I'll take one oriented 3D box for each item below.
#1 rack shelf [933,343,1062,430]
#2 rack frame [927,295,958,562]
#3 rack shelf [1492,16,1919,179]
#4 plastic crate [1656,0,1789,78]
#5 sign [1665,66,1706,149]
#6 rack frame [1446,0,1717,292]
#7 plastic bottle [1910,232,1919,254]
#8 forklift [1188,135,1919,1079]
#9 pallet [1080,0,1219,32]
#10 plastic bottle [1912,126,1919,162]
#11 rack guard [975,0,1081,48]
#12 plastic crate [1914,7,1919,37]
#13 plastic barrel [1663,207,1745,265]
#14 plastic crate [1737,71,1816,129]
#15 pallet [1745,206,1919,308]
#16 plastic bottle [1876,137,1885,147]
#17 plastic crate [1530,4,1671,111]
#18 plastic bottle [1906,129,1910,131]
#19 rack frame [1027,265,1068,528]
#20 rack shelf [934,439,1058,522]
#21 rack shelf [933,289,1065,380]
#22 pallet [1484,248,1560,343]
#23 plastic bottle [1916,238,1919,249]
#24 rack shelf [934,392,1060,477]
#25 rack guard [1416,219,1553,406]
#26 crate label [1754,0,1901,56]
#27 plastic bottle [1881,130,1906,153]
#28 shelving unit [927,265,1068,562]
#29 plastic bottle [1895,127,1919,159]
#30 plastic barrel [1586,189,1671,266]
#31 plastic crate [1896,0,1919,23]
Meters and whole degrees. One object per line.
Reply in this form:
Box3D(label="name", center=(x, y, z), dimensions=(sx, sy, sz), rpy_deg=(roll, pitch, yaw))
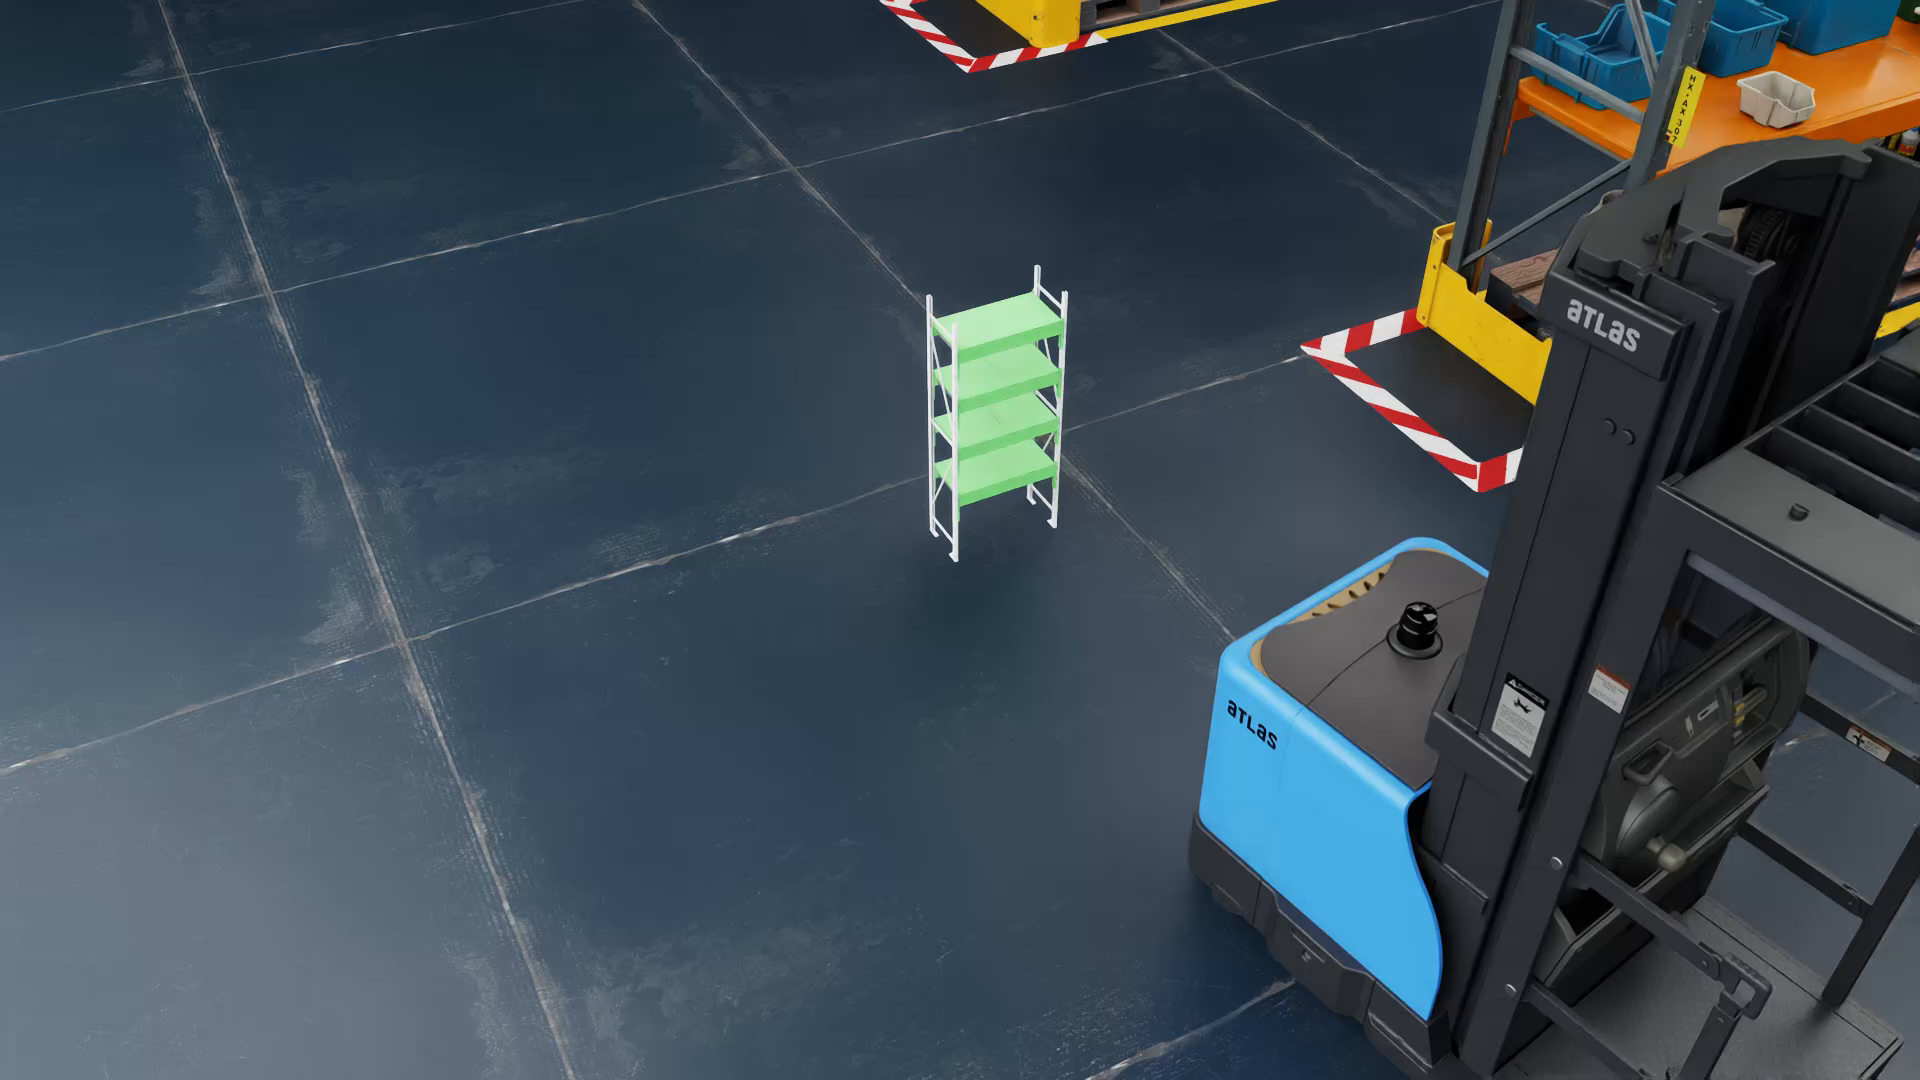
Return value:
Box3D(label="rack shelf", center=(0.147, -0.642, 6.807), dimensions=(0.480, 0.148, 0.258), rpy_deg=(-19, 44, -21))
Box3D(label="rack frame", center=(-0.070, -0.435, 6.835), dimensions=(0.015, 1.200, 0.240), rpy_deg=(-19, 44, -21))
Box3D(label="rack shelf", center=(4.488, -2.299, 8.202), dimensions=(4.000, 0.370, 1.077), rpy_deg=(-19, 44, -21))
Box3D(label="plastic crate", center=(3.598, -2.432, 7.916), dimensions=(0.408, 0.251, 0.499), rpy_deg=(-19, 44, -21))
Box3D(label="sign", center=(2.964, -1.766, 6.801), dimensions=(0.005, 0.325, 0.100), rpy_deg=(-19, 44, -21))
Box3D(label="rack frame", center=(2.714, -1.977, 7.264), dimensions=(0.127, 3.000, 1.000), rpy_deg=(-19, 44, -21))
Box3D(label="plastic bottle", center=(4.947, -1.601, 8.645), dimensions=(0.097, 0.201, 0.097), rpy_deg=(0, 40, 0))
Box3D(label="forklift", center=(2.096, 0.608, 4.263), dimensions=(1.130, 2.935, 3.031), rpy_deg=(-27, 47, -28))
Box3D(label="pallet", center=(1.088, -4.005, 11.817), dimensions=(1.213, 0.211, 1.003), rpy_deg=(-19, 44, -21))
Box3D(label="plastic bottle", center=(5.421, -2.242, 9.287), dimensions=(0.185, 0.351, 0.144), rpy_deg=(-19, 44, -21))
Box3D(label="rack guard", center=(0.408, -3.855, 11.418), dimensions=(0.348, 0.500, 1.175), rpy_deg=(-19, 44, -21))
Box3D(label="plastic crate", center=(4.938, -2.440, 8.016), dimensions=(0.437, 0.136, 0.530), rpy_deg=(-19, 44, -21))
Box3D(label="plastic barrel", center=(3.707, -1.578, 8.393), dimensions=(0.421, 0.512, 0.421), rpy_deg=(0, 40, 0))
Box3D(label="plastic crate", center=(3.656, -1.959, 7.447), dimensions=(0.250, 0.136, 0.298), rpy_deg=(-19, 44, -21))
Box3D(label="pallet", center=(4.563, -1.563, 8.933), dimensions=(1.213, 0.211, 1.003), rpy_deg=(-19, 44, -21))
Box3D(label="plastic bottle", center=(5.073, -2.173, 9.266), dimensions=(0.097, 0.271, 0.097), rpy_deg=(0, 40, 0))
Box3D(label="plastic crate", center=(3.020, -2.241, 7.691), dimensions=(0.616, 0.251, 0.499), rpy_deg=(-19, 44, -21))
Box3D(label="plastic bottle", center=(5.354, -2.325, 9.384), dimensions=(0.185, 0.351, 0.144), rpy_deg=(-17, 43, -20))
Box3D(label="rack frame", center=(0.363, -0.580, 7.007), dimensions=(0.015, 1.200, 0.240), rpy_deg=(-19, 44, -21))
Box3D(label="rack shelf", center=(0.147, -0.275, 7.117), dimensions=(0.480, 0.148, 0.258), rpy_deg=(-19, 44, -21))
Box3D(label="rack shelf", center=(0.147, -0.825, 6.652), dimensions=(0.480, 0.148, 0.258), rpy_deg=(-19, 44, -21))
Box3D(label="pallet", center=(3.483, -1.202, 8.506), dimensions=(1.213, 0.211, 1.003), rpy_deg=(-19, 44, -21))
Box3D(label="plastic bottle", center=(5.038, -1.659, 8.659), dimensions=(0.097, 0.271, 0.097), rpy_deg=(0, 40, 0))
Box3D(label="rack shelf", center=(0.147, -0.459, 6.962), dimensions=(0.480, 0.148, 0.258), rpy_deg=(-19, 44, -21))
Box3D(label="rack guard", center=(2.760, -1.073, 8.130), dimensions=(0.348, 0.500, 1.175), rpy_deg=(-19, 44, -21))
Box3D(label="crate label", center=(4.221, -2.695, 8.085), dimensions=(0.616, 0.435, 0.502), rpy_deg=(-19, 44, -21))
Box3D(label="plastic bottle", center=(5.187, -2.268, 9.318), dimensions=(0.185, 0.351, 0.144), rpy_deg=(-20, 44, -22))
Box3D(label="shelving unit", center=(0.147, -0.507, 6.921), dimensions=(0.503, 1.200, 0.258), rpy_deg=(-19, 44, -21))
Box3D(label="plastic bottle", center=(5.281, -2.182, 9.277), dimensions=(0.097, 0.271, 0.097), rpy_deg=(0, 40, 0))
Box3D(label="plastic barrel", center=(3.262, -1.428, 8.216), dimensions=(0.421, 0.512, 0.421), rpy_deg=(0, 40, 0))
Box3D(label="plastic crate", center=(4.927, -2.847, 8.455), dimensions=(0.662, 0.188, 0.450), rpy_deg=(-19, 44, -21))
